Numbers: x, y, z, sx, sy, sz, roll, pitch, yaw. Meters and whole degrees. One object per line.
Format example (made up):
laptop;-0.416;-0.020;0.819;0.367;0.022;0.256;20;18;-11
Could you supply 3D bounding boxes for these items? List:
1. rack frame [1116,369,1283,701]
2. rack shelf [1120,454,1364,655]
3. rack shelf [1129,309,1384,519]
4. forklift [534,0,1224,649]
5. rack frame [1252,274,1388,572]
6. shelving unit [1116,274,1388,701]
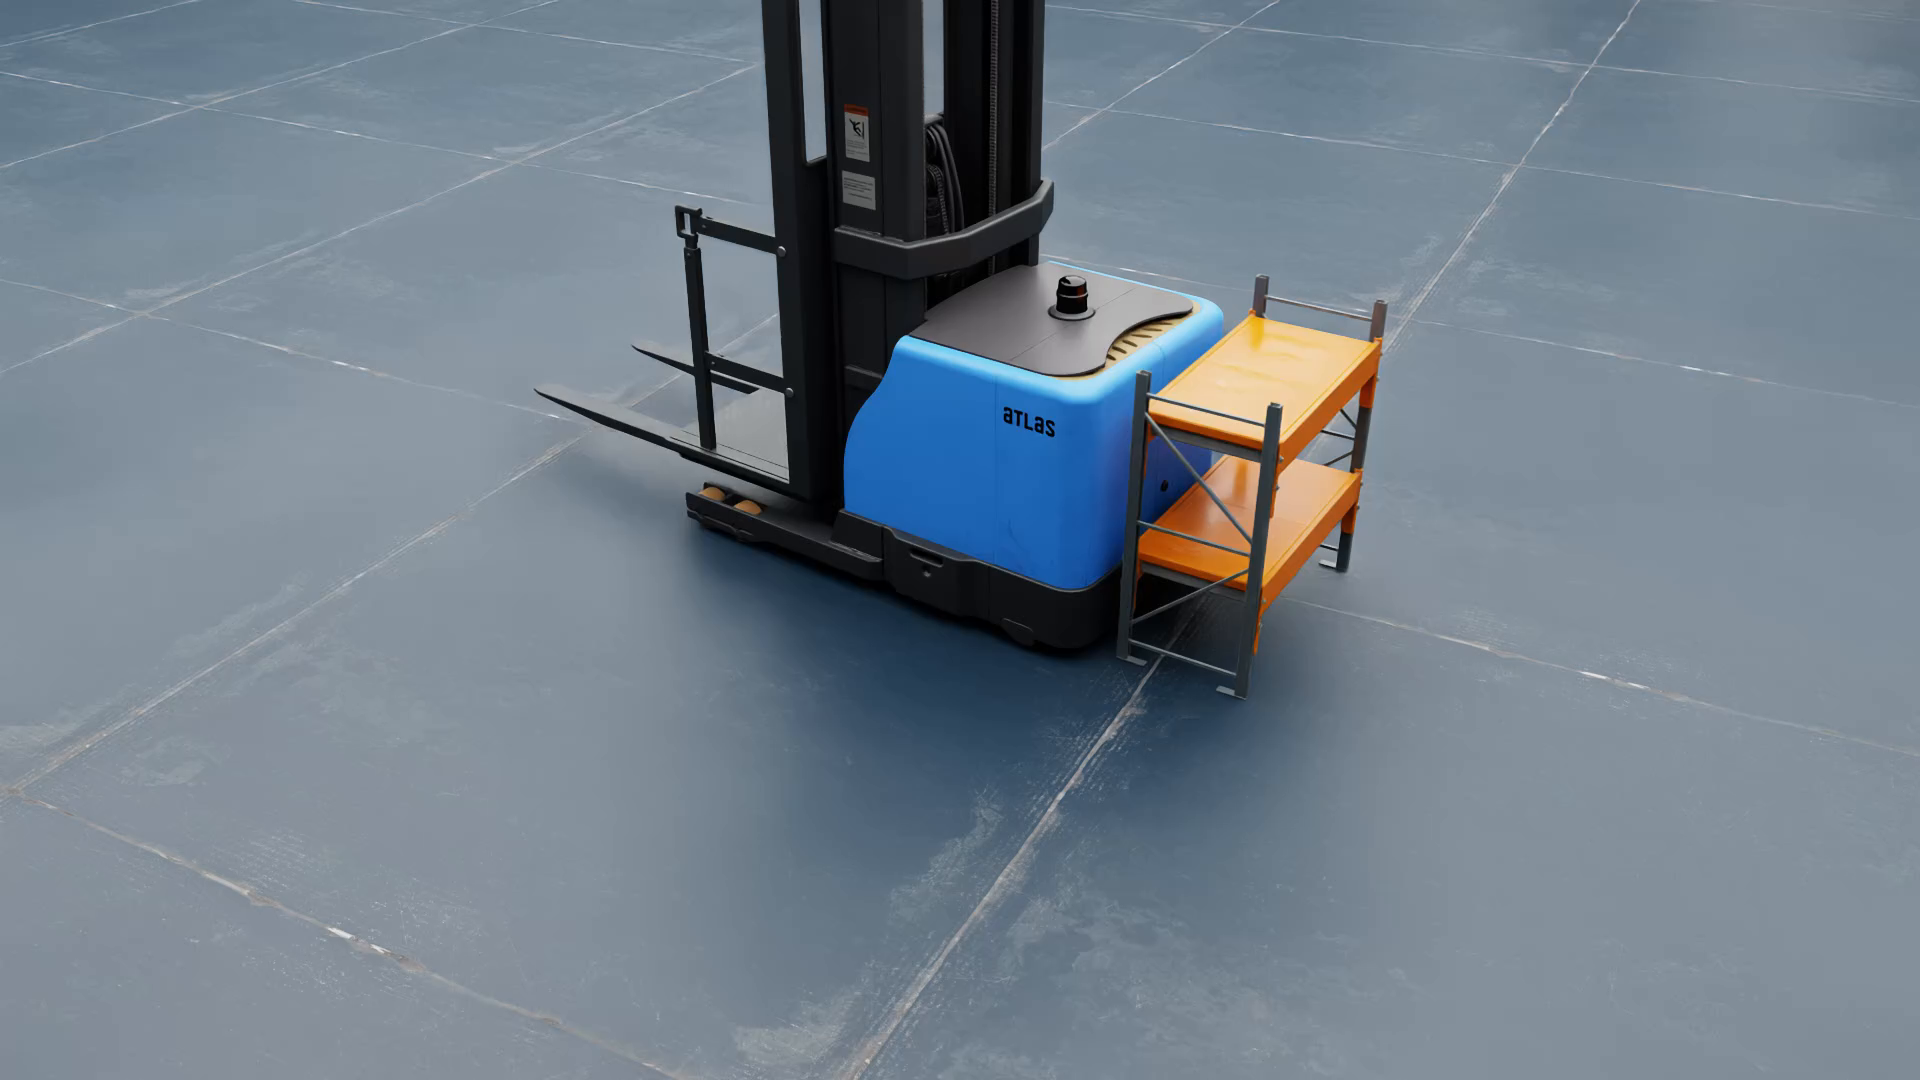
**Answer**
rack frame;0.790;-0.001;5.614;0.500;1.125;0.032;17;34;26
rack shelf;1.050;-0.006;6.115;0.538;0.278;1.000;17;34;26
rack shelf;1.056;-0.470;5.844;0.538;0.278;1.000;17;34;26
forklift;-0.504;-1.454;6.338;3.031;2.935;1.130;20;35;31
rack frame;1.315;-0.434;6.369;0.500;1.125;0.032;17;34;26
shelving unit;1.053;-0.218;5.992;0.538;1.125;1.048;17;34;26
